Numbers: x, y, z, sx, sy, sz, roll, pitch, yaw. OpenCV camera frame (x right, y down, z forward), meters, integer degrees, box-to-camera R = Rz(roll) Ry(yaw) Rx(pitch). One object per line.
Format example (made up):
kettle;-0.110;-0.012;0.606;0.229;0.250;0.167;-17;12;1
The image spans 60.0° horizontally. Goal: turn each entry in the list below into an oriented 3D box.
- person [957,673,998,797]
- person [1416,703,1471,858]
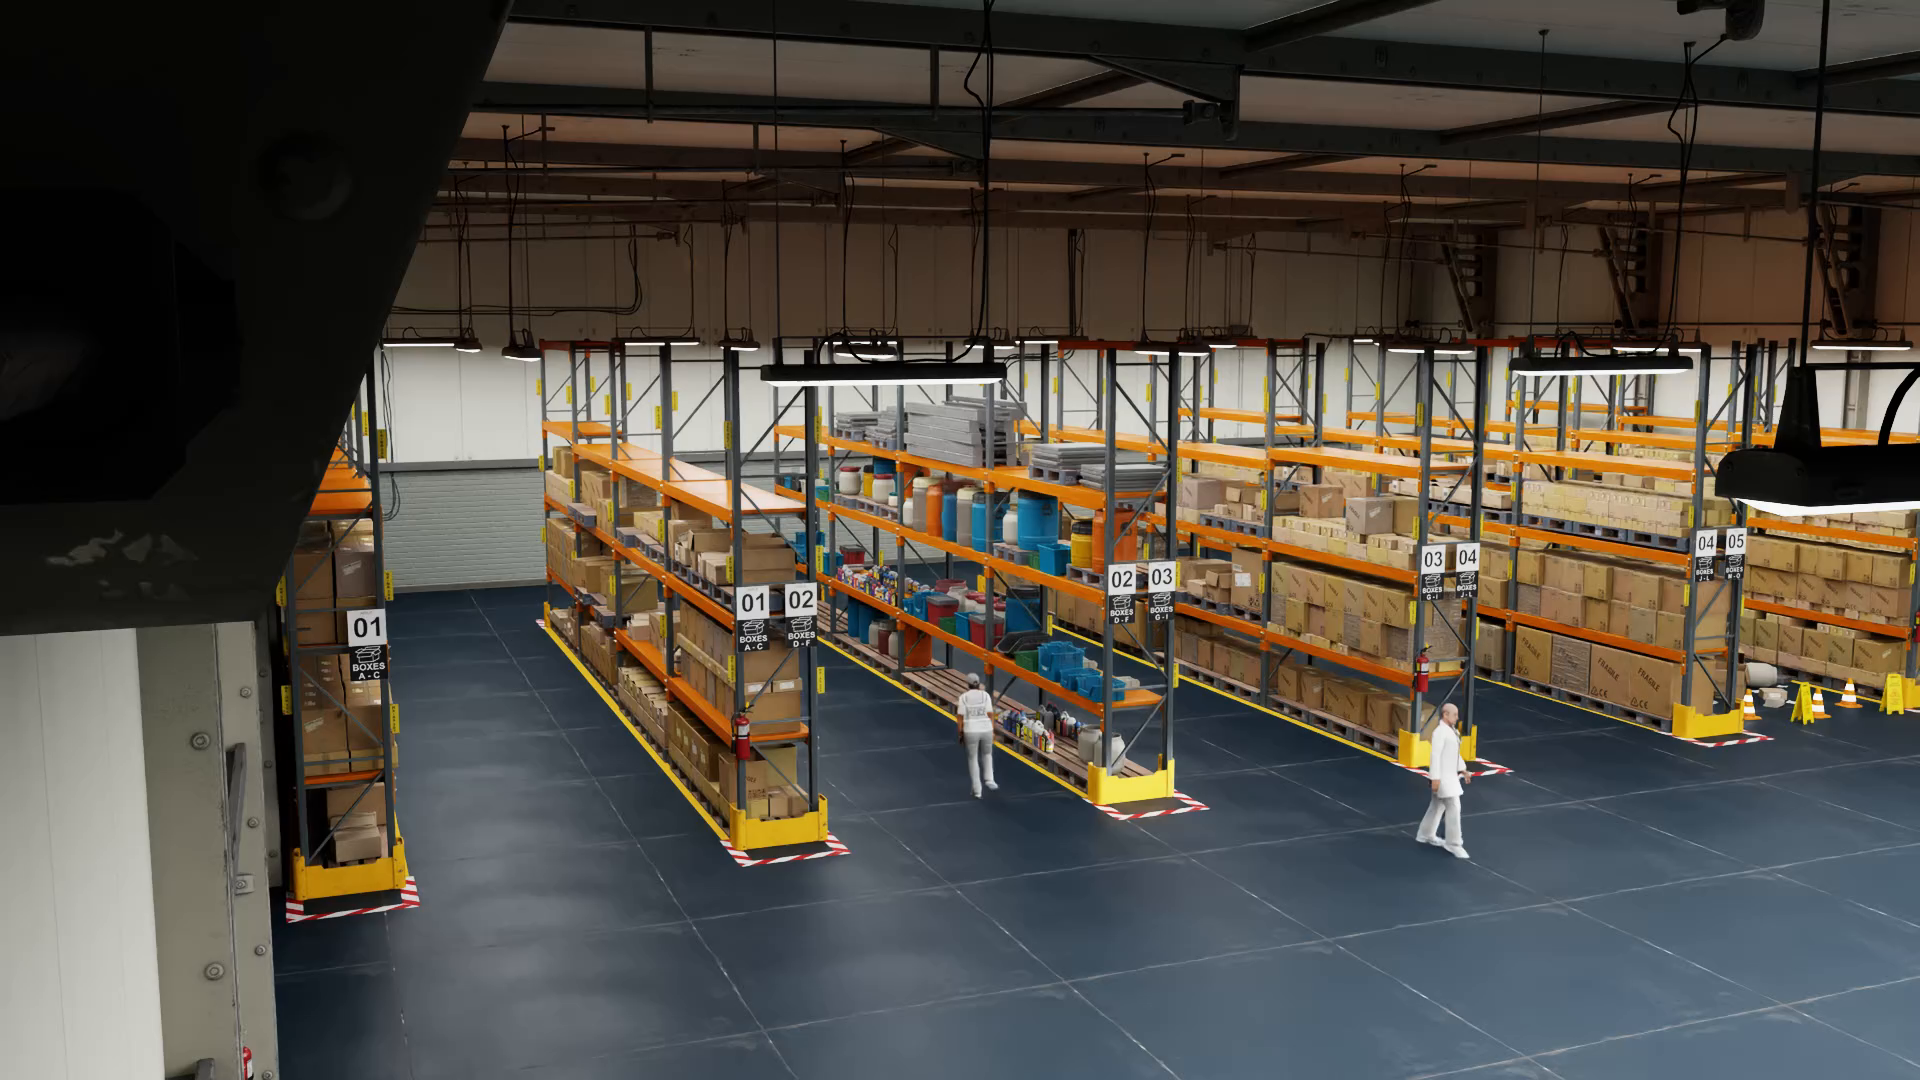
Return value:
person;0.232;2.609;22.347;0.545;1.654;0.483;-2;8;-13
person;5.864;2.881;20.033;0.686;1.847;0.594;3;8;24
